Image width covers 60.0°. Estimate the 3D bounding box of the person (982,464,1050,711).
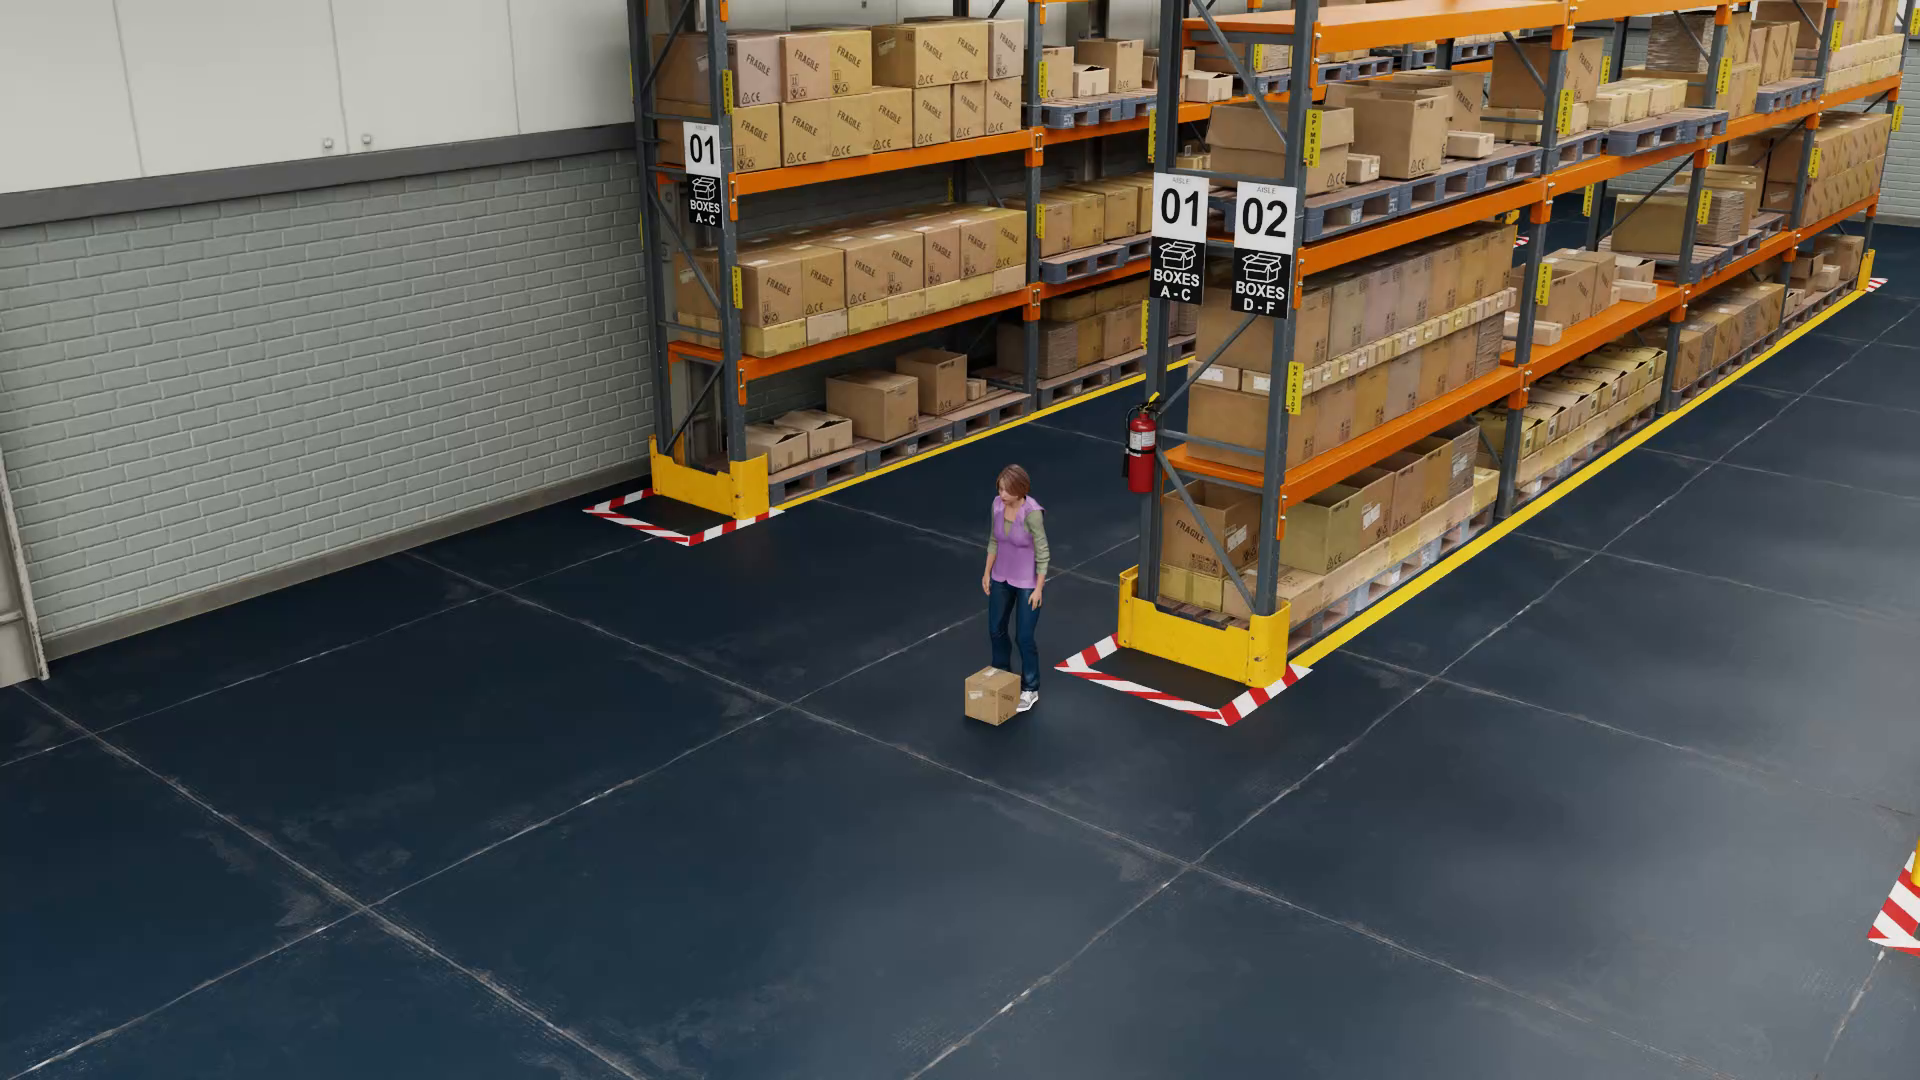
[{"bbox_3d":[0.348,0.277,10.351,0.460,1.593,0.343,16,26,37],"label":"person"}]
